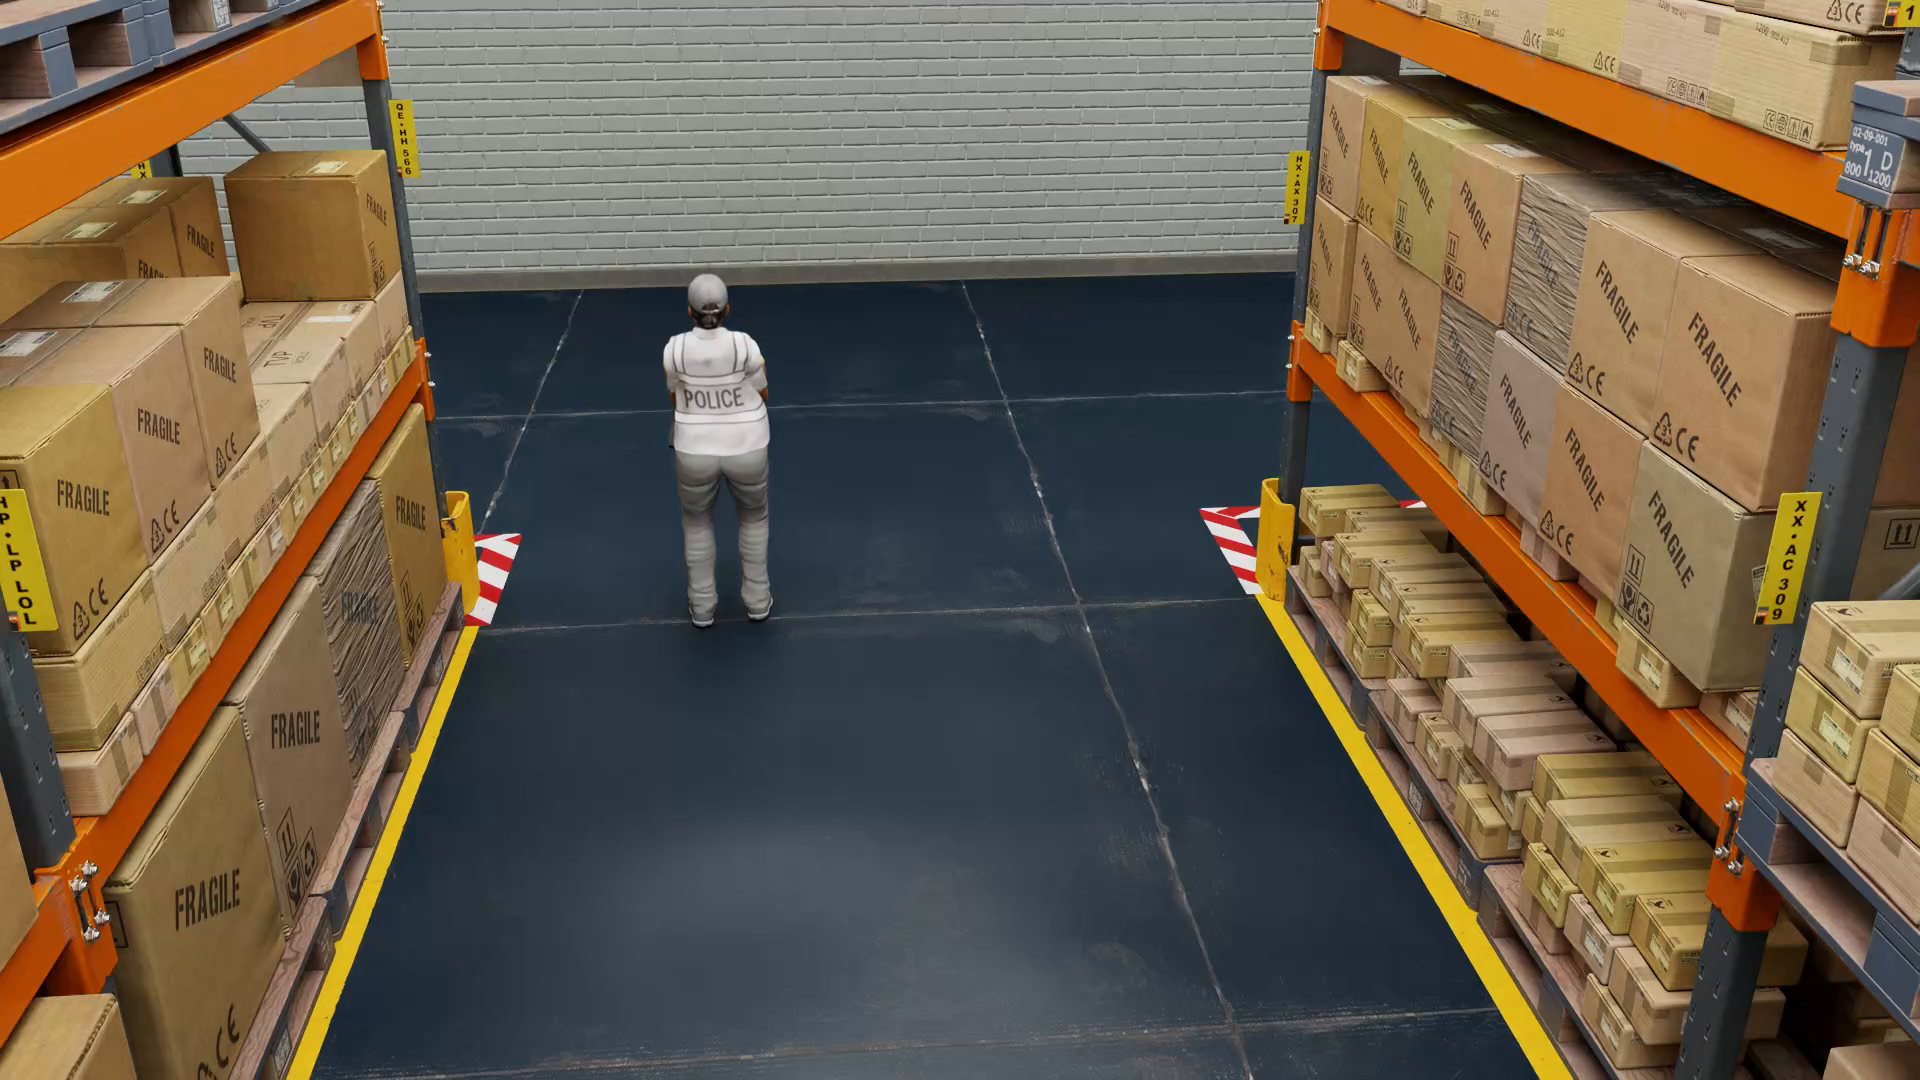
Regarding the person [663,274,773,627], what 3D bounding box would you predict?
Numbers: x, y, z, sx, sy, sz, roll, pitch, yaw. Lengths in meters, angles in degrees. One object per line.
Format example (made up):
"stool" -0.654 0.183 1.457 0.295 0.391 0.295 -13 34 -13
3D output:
"person" -1.086 -0.419 7.558 0.453 1.660 0.543 -2 24 -5
